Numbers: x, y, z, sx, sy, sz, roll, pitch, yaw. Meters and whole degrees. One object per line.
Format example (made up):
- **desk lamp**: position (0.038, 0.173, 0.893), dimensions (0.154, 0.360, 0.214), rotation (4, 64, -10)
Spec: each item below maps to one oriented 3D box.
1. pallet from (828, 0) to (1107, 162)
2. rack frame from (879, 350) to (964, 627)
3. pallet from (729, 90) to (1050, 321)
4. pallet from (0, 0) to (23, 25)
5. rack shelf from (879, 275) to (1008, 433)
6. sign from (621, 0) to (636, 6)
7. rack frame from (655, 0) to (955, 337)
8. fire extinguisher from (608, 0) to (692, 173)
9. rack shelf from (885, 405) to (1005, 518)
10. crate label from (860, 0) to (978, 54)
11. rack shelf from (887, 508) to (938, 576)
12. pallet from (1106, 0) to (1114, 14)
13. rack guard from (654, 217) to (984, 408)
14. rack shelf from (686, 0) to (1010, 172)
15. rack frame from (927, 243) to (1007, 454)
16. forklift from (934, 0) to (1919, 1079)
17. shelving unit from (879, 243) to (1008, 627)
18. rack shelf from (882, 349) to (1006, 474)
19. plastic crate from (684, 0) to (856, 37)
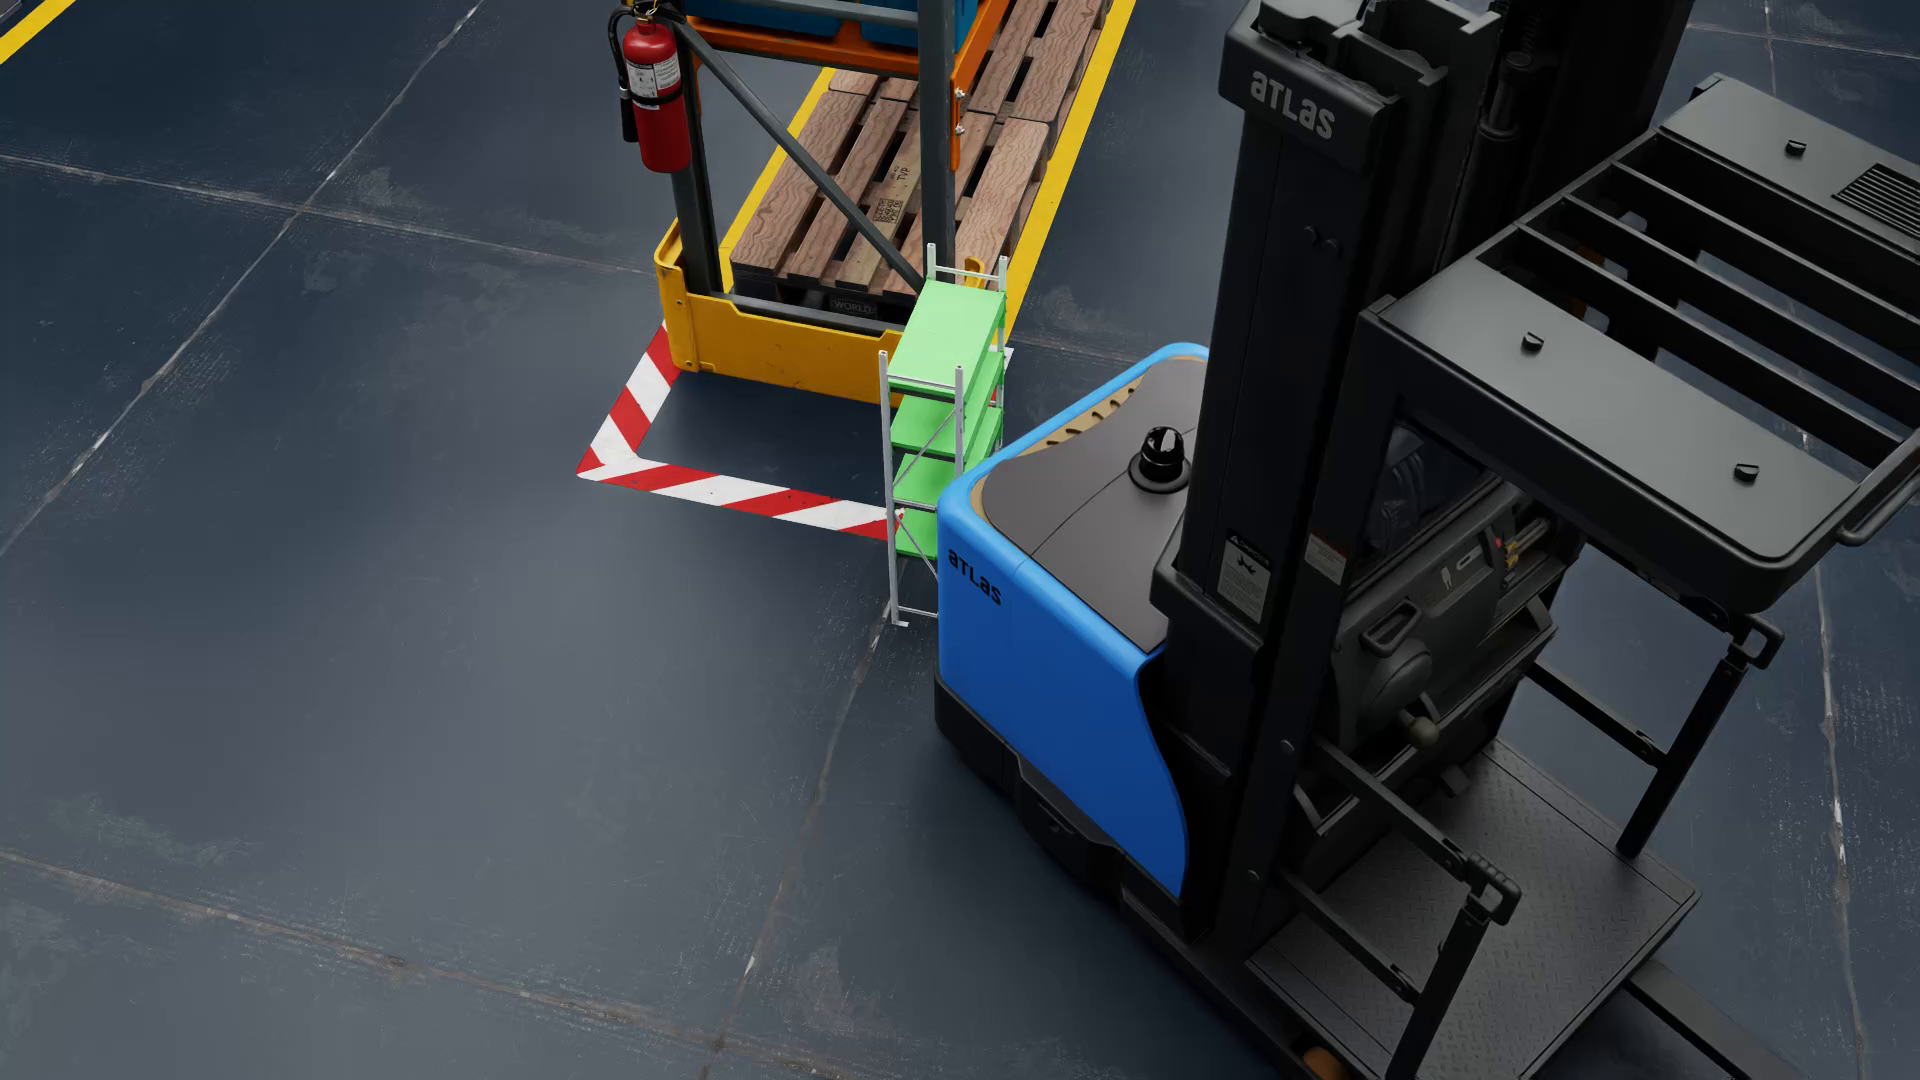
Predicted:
- **pallet**: position (0.064, -2.228, 7.575), dimensions (1.003, 0.211, 1.213), rotation (12, 50, 10)
- **rack frame**: position (-0.108, -0.101, 5.039), dimensions (0.240, 1.200, 0.015), rotation (12, 50, 10)
- **pallet**: position (-0.259, -1.348, 6.799), dimensions (1.003, 0.211, 1.213), rotation (12, 50, 10)
- **pallet**: position (-5.157, -2.330, 7.666), dimensions (1.003, 0.211, 1.213), rotation (12, 50, 10)
- **rack shelf**: position (-0.044, -0.553, 4.882), dimensions (0.258, 0.148, 0.480), rotation (12, 50, 10)
- **sign**: position (-1.049, -1.833, 5.258), dimensions (0.100, 0.325, 0.005), rotation (12, 50, 10)
- **rack frame**: position (-0.514, -1.682, 5.234), dimensions (1.000, 3.000, 0.127), rotation (12, 50, 10)
- **fire extinguisher**: position (-0.992, -1.513, 5.385), dimensions (0.296, 0.674, 0.183), rotation (12, 50, 10)
- **rack shelf**: position (-0.044, -0.235, 5.242), dimensions (0.258, 0.148, 0.480), rotation (12, 50, 10)
- **crate label**: position (-0.131, -1.760, 5.374), dimensions (0.416, 0.233, 0.303), rotation (12, 50, 10)
- **rack shelf**: position (-0.044, -0.076, 5.422), dimensions (0.258, 0.148, 0.480), rotation (12, 50, 10)
- **pallet**: position (0.383, -3.113, 8.357), dimensions (1.003, 0.211, 1.213), rotation (12, 50, 10)
- **rack guard**: position (-0.507, -0.835, 6.153), dimensions (1.175, 0.500, 0.348), rotation (12, 50, 10)
- **rack shelf**: position (0.013, -2.890, 6.780), dimensions (1.077, 0.370, 4.000), rotation (12, 50, 10)
- **rack frame**: position (0.021, -0.454, 5.350), dimensions (0.240, 1.200, 0.015), rotation (12, 50, 10)
- **forklift**: position (1.272, 0.206, 3.613), dimensions (1.130, 2.935, 3.031), rotation (-33, 56, -26)
- **shelving unit**: position (-0.044, -0.277, 5.194), dimensions (0.258, 1.200, 0.503), rotation (12, 50, 10)
- **rack shelf**: position (-0.044, -0.394, 5.062), dimensions (0.258, 0.148, 0.480), rotation (12, 50, 10)
- **plastic crate**: position (-0.606, -1.992, 5.444), dimensions (0.616, 0.435, 0.499), rotation (12, 50, 10)
